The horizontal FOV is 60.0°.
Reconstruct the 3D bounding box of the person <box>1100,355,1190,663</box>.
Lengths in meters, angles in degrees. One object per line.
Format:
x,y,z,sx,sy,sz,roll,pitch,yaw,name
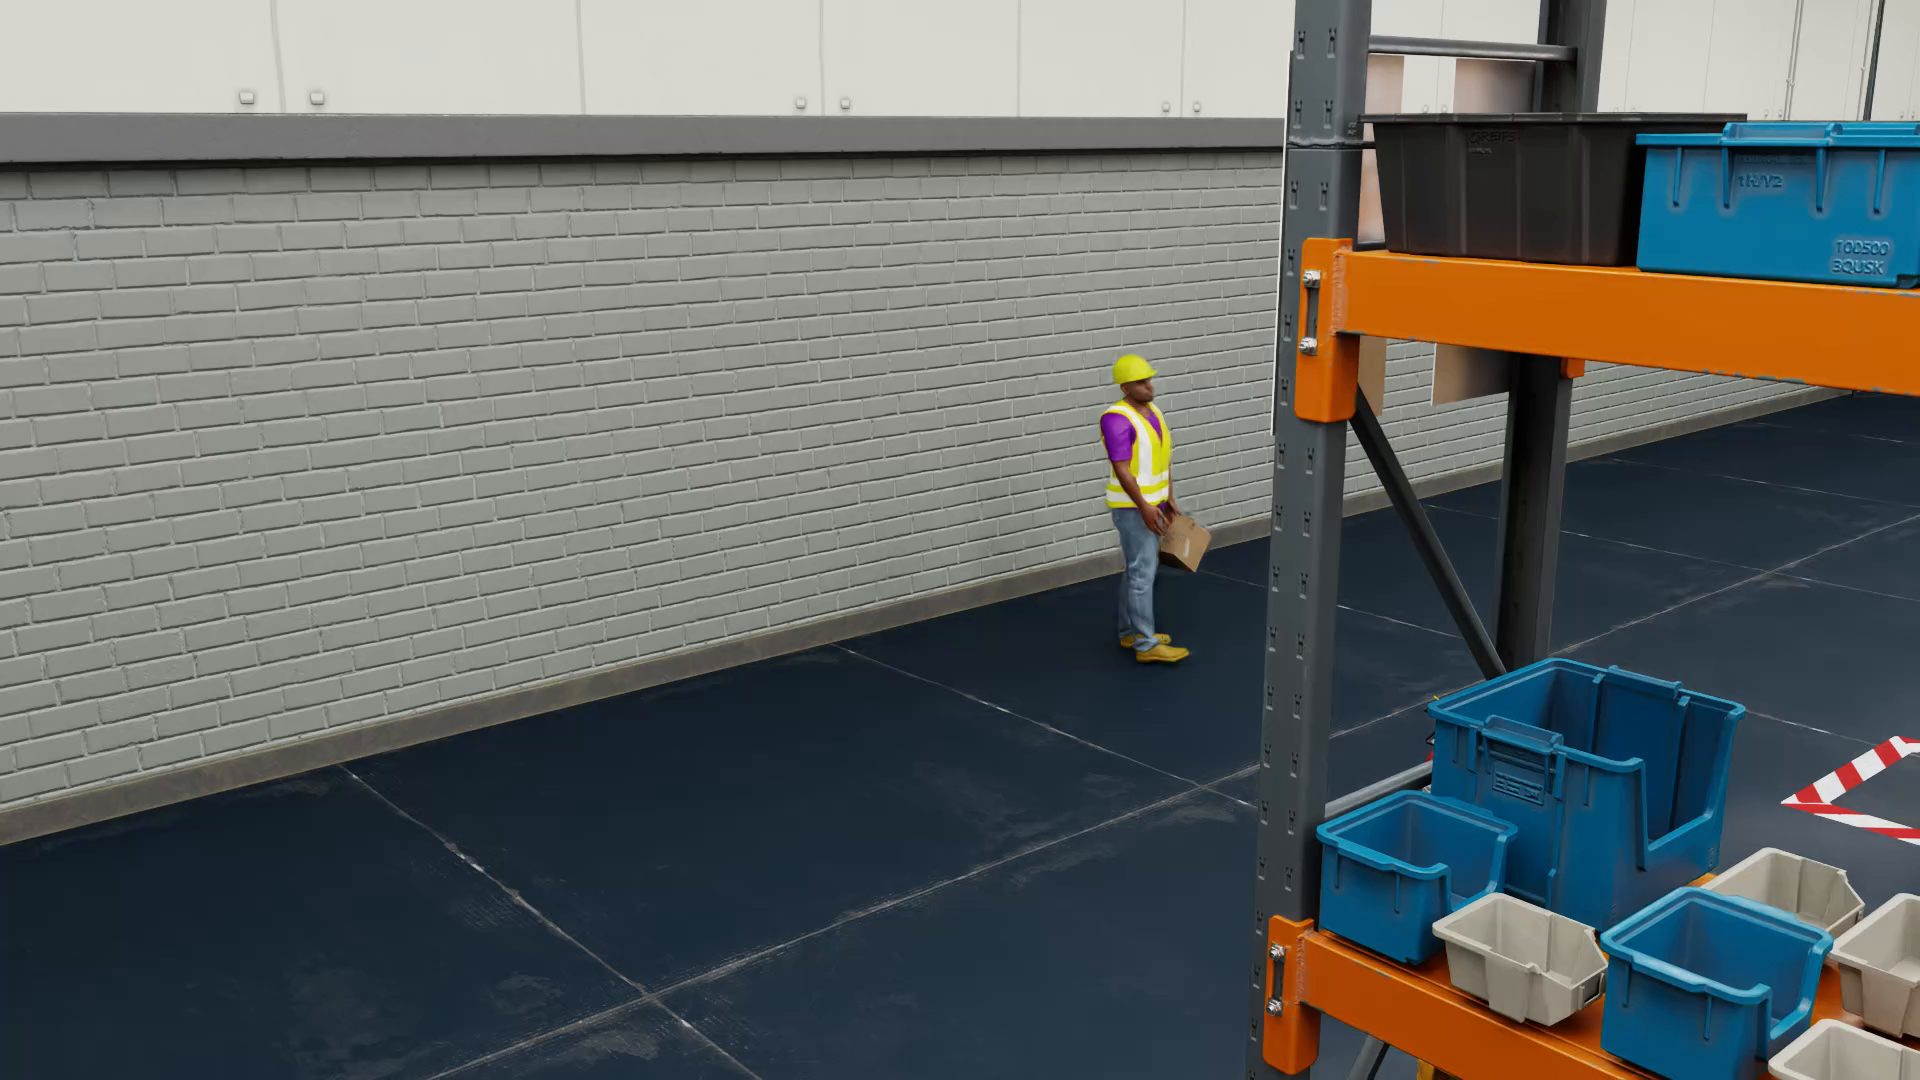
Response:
1.121,-0.191,9.633,0.556,1.767,0.568,7,16,26,person
